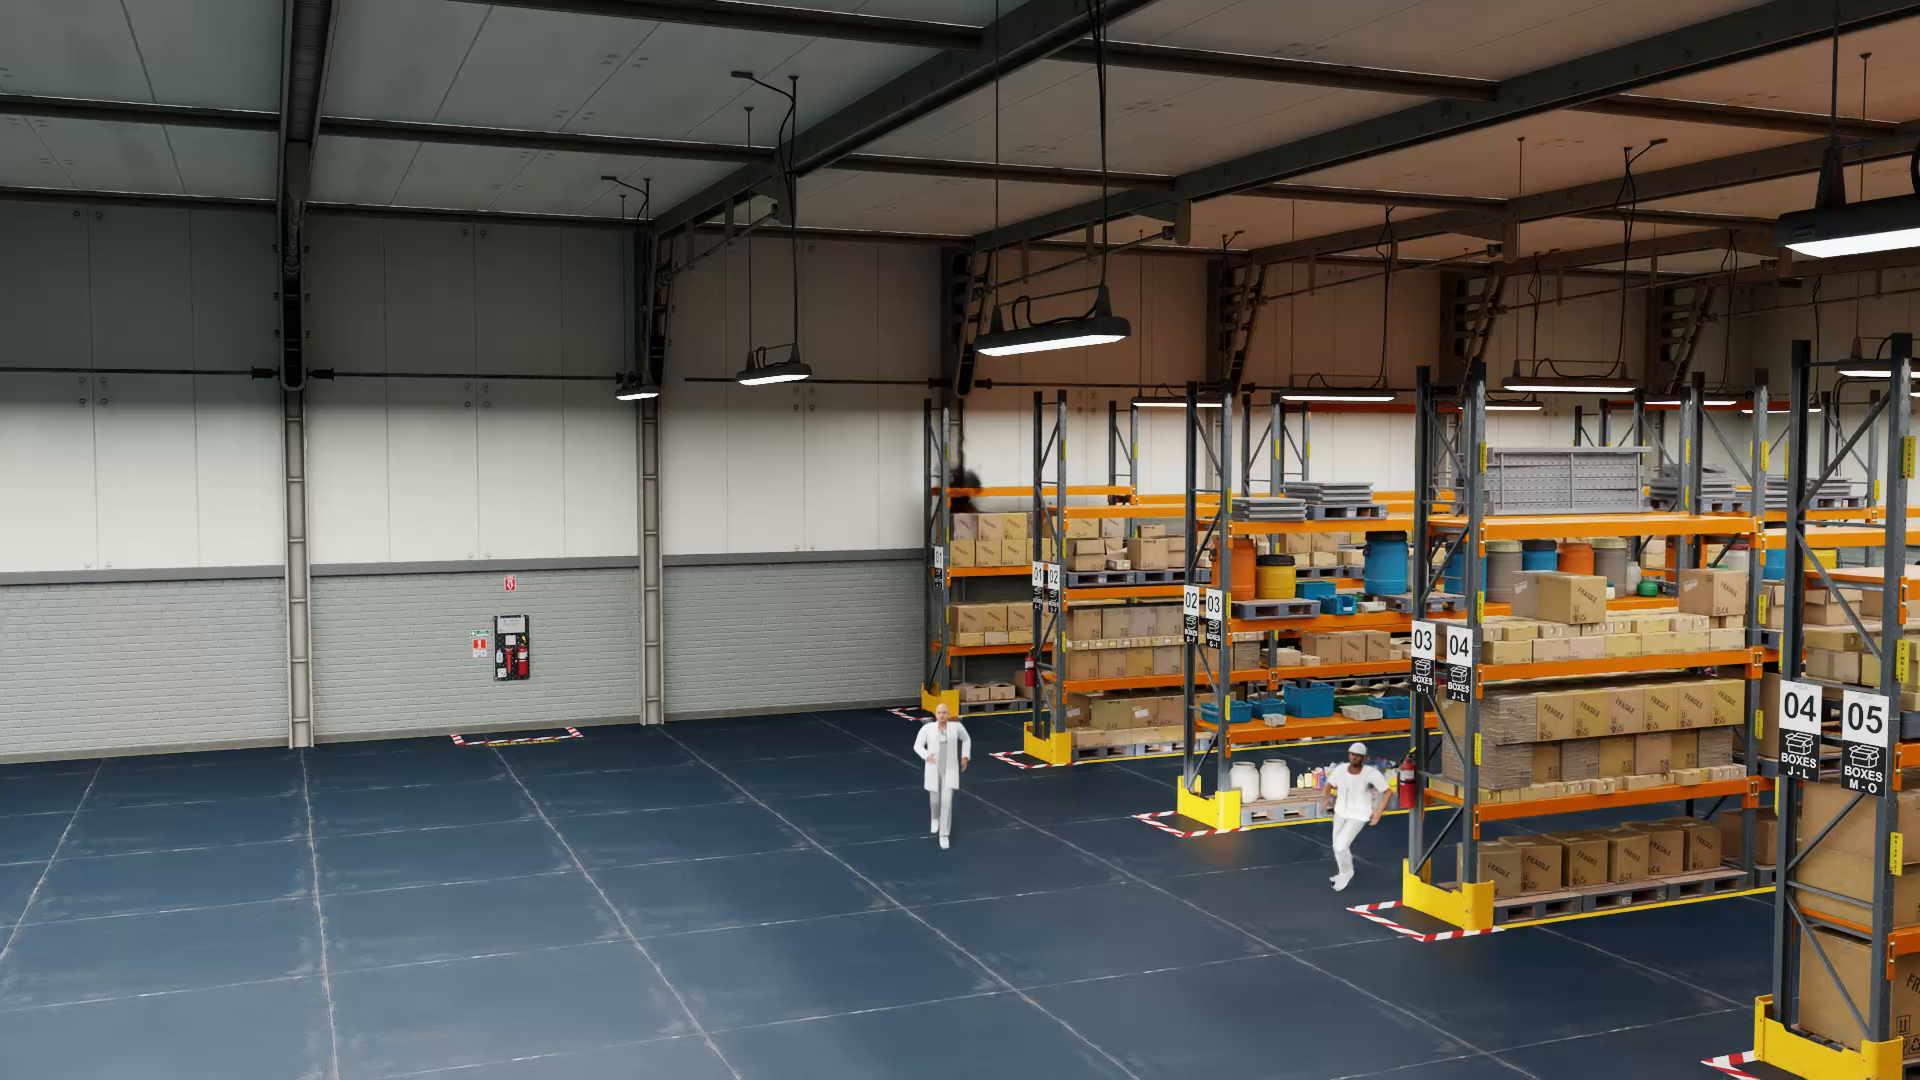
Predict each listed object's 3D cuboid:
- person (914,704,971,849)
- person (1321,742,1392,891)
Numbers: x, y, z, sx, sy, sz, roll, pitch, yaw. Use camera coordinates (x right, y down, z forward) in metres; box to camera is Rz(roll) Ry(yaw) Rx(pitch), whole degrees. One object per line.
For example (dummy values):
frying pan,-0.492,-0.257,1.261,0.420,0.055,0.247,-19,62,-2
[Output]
person,-0.226,3.008,21.532,0.734,1.797,0.934,0,3,1
person,4.500,3.180,19.117,0.631,1.738,0.766,-3,4,-41
